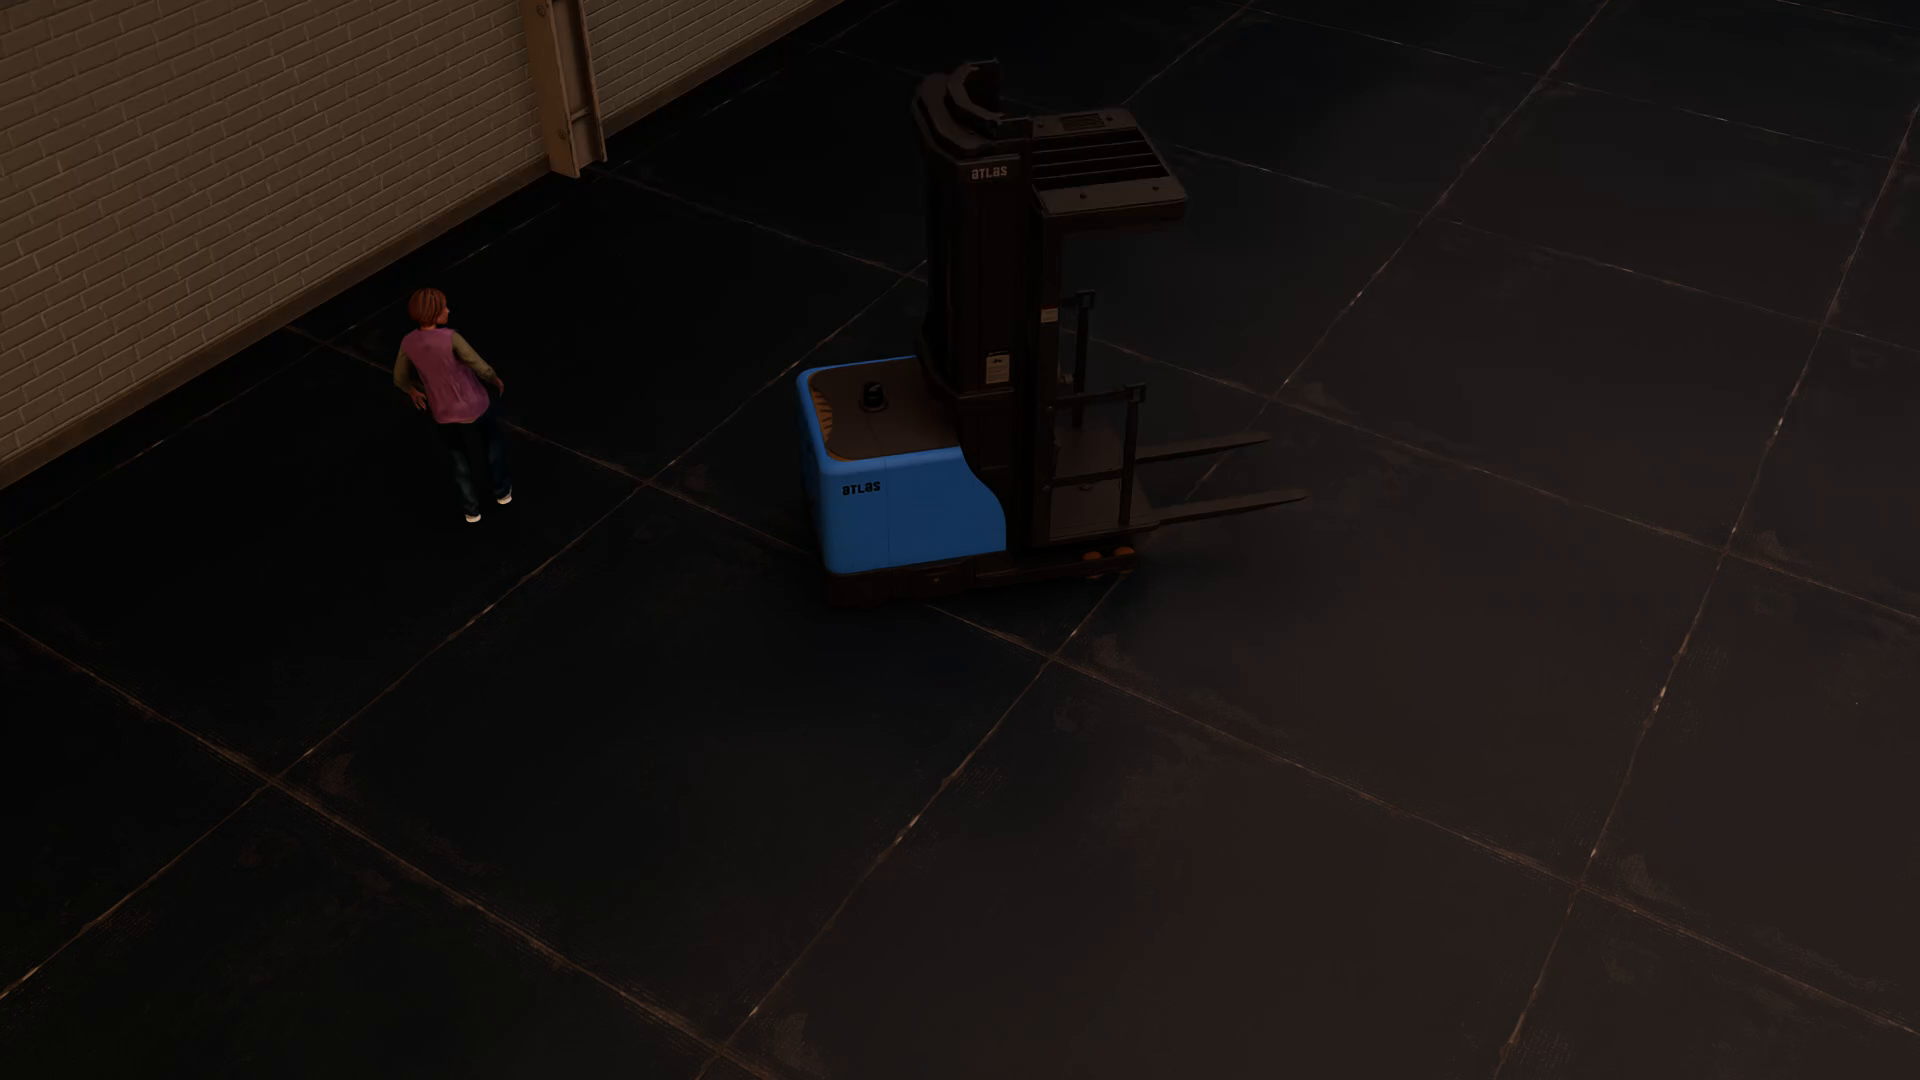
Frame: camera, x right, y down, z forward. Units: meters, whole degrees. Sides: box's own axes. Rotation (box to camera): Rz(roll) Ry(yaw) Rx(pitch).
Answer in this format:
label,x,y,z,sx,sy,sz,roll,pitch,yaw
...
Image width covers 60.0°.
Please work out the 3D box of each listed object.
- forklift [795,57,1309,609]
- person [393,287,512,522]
label,x,y,z,sx,sy,sz,roll,pitch,yaw
forklift,0.594,-1.211,9.396,3.031,2.935,1.130,-9,41,-10
person,-3.039,-0.822,9.997,0.611,1.573,0.446,-3,40,-4
